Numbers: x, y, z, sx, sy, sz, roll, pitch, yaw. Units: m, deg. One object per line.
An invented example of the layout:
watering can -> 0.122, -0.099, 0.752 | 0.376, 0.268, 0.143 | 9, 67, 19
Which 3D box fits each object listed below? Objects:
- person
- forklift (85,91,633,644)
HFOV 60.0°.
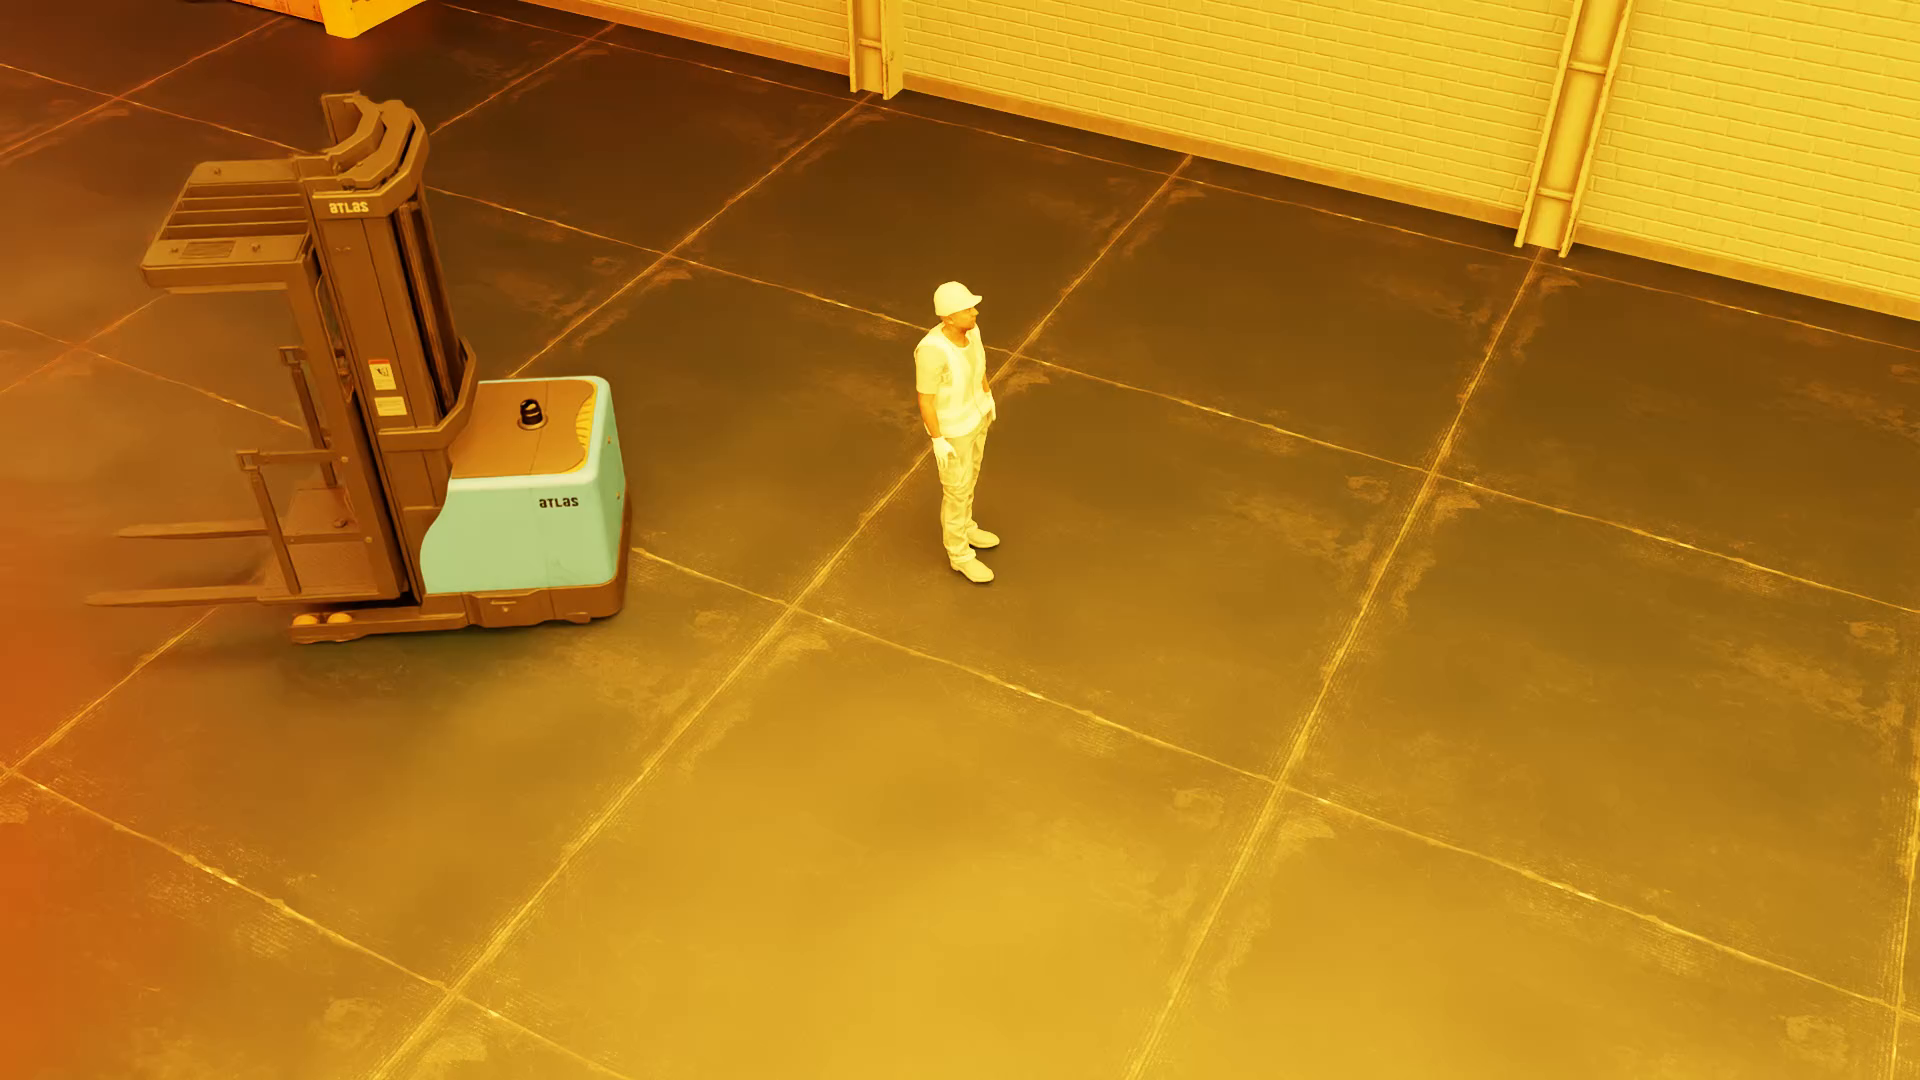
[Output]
person -> 0.061, -0.661, 9.652 | 0.575, 1.784, 0.656 | 18, 43, 21
forklift -> -3.512, -0.882, 9.034 | 3.031, 2.935, 1.130 | -3, 40, -4
